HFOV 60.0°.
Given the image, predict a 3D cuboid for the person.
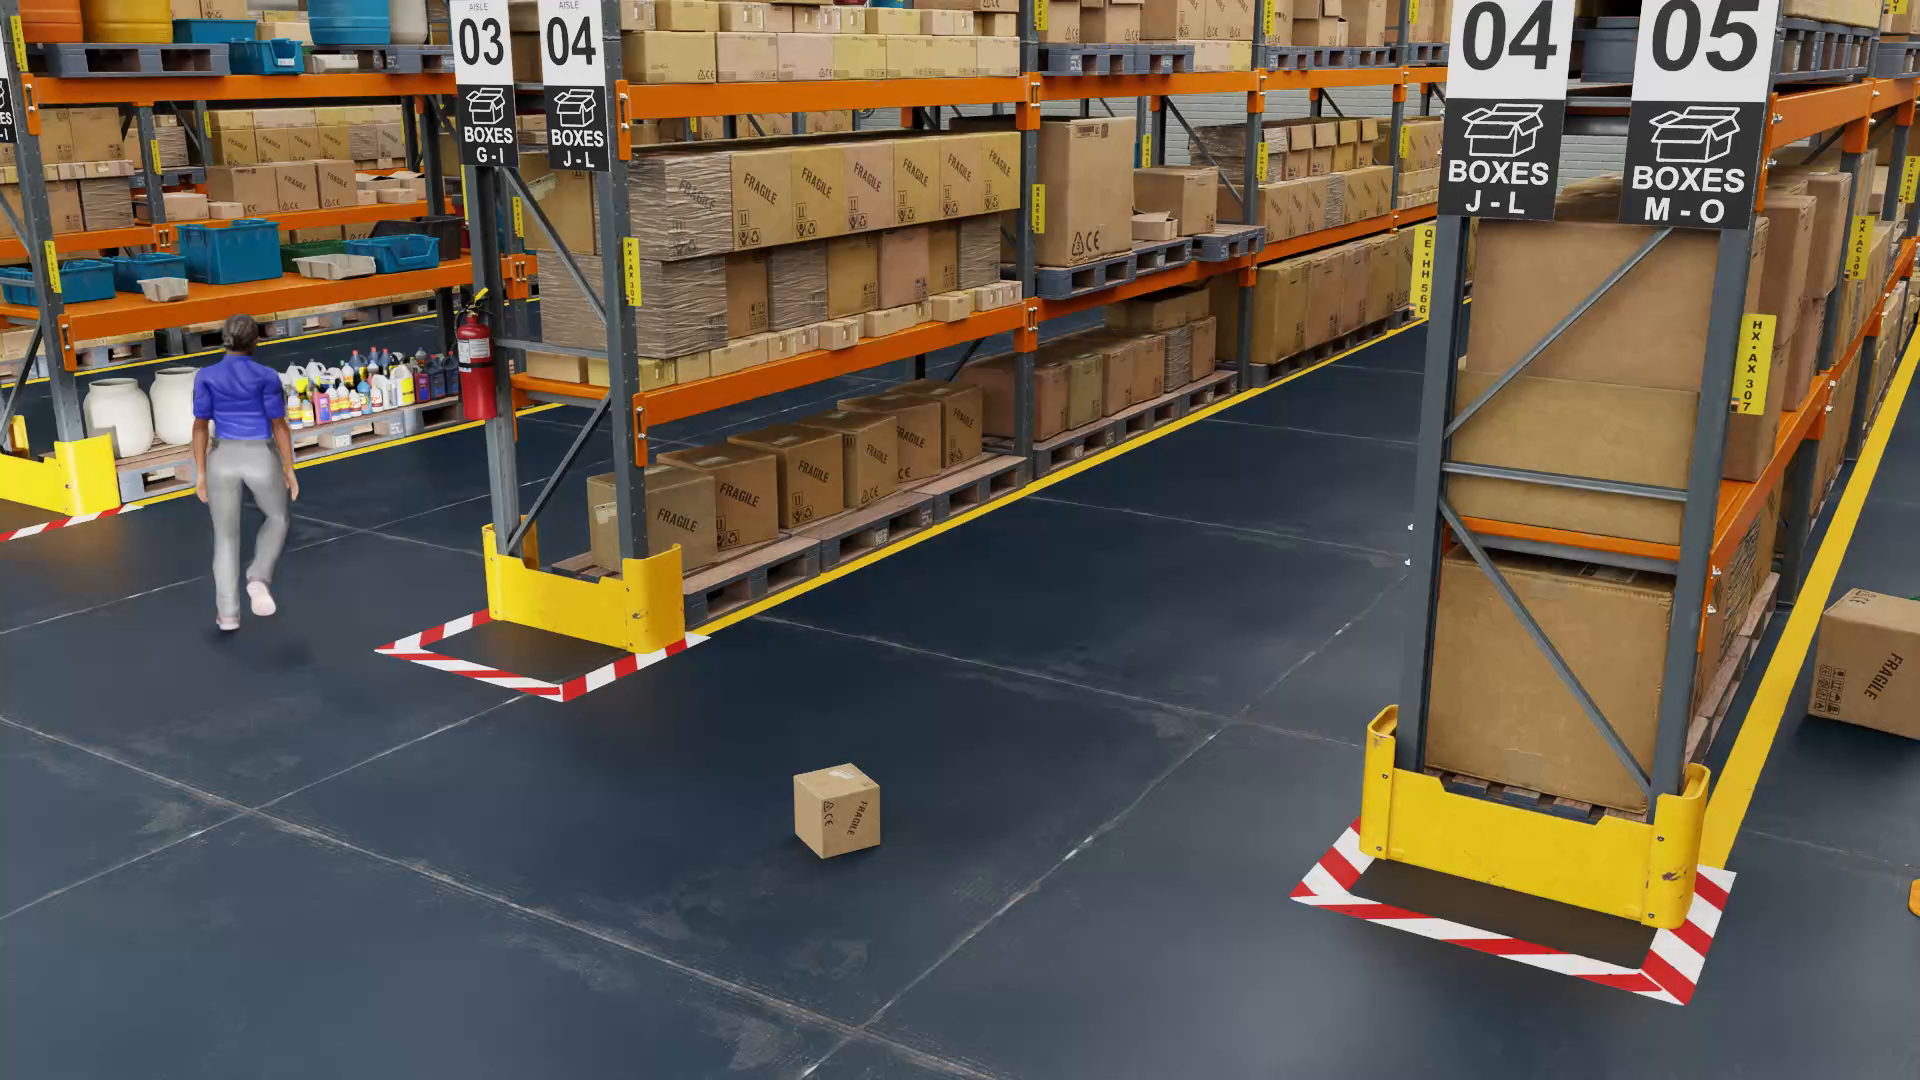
[{"bbox_3d":[-3.740,-0.366,8.724,0.486,1.644,0.449,-6,17,-20],"label":"person"}]
